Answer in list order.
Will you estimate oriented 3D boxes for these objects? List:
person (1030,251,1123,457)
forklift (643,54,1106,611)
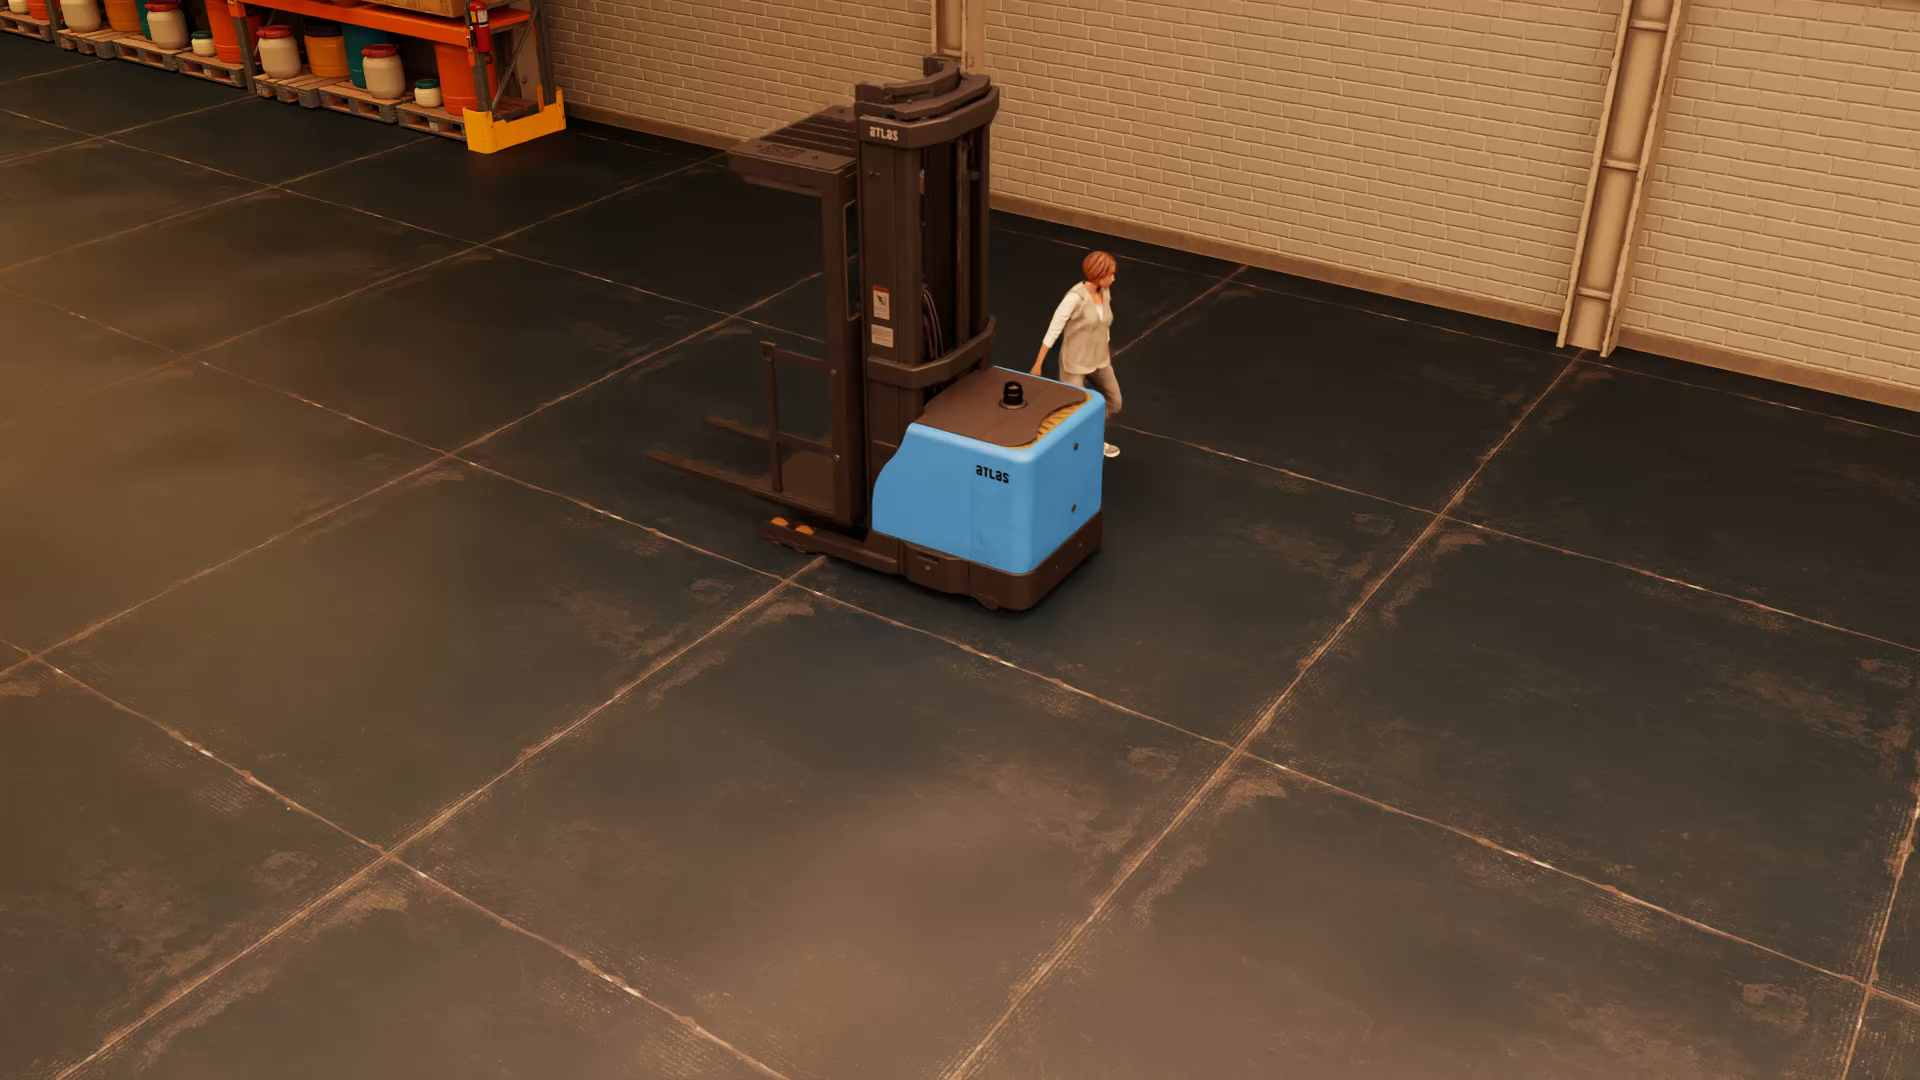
[{"bbox_3d":[0.756,-1.171,11.030,0.732,1.567,0.428,-22,37,-33],"label":"person"},{"bbox_3d":[-0.646,-1.397,9.986,3.031,2.935,1.130,17,34,27],"label":"forklift"}]
